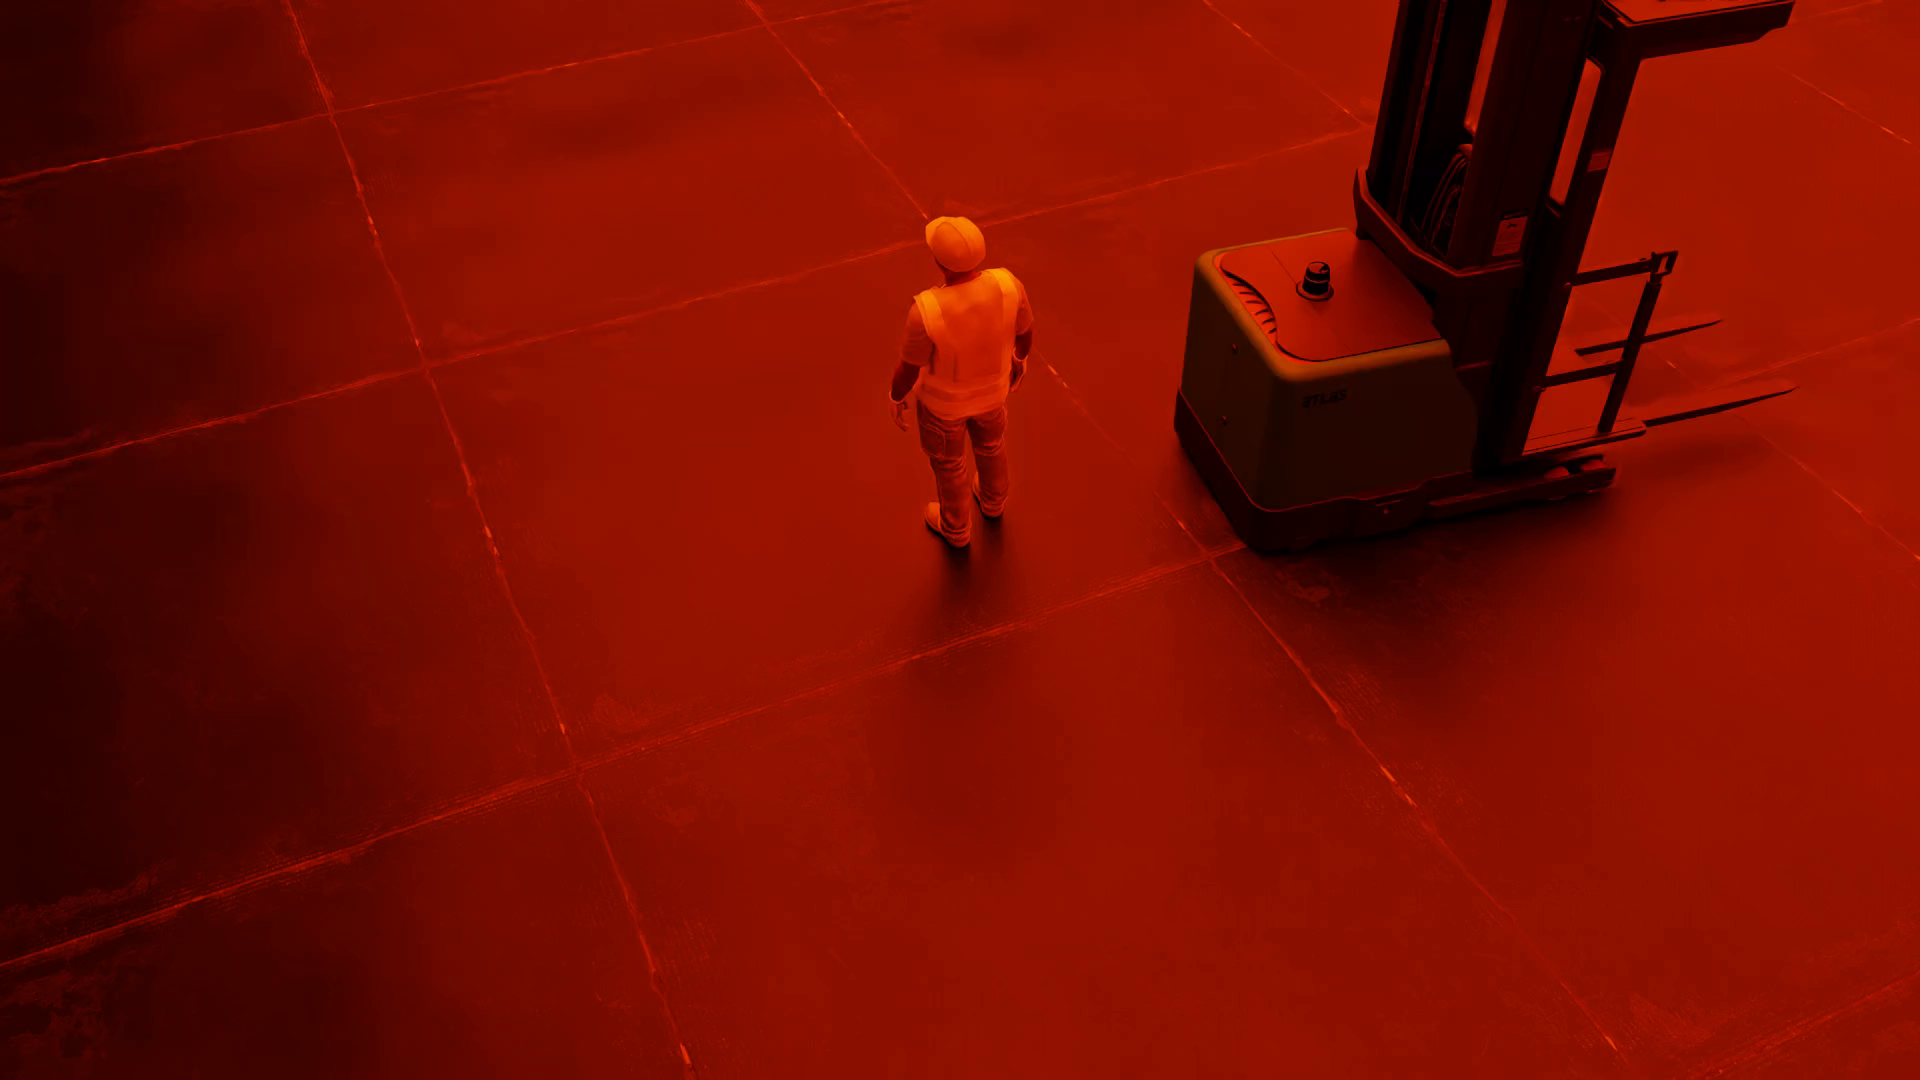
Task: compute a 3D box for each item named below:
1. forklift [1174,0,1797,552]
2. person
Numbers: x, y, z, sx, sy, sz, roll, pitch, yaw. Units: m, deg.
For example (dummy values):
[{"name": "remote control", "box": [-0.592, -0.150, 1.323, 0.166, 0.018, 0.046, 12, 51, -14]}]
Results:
[{"name": "forklift", "box": [2.647, -1.595, 7.389, 3.031, 2.935, 1.130, -12, 44, -12]}, {"name": "person", "box": [-0.024, -0.704, 7.266, 0.656, 1.784, 0.575, -18, 46, -18]}]
